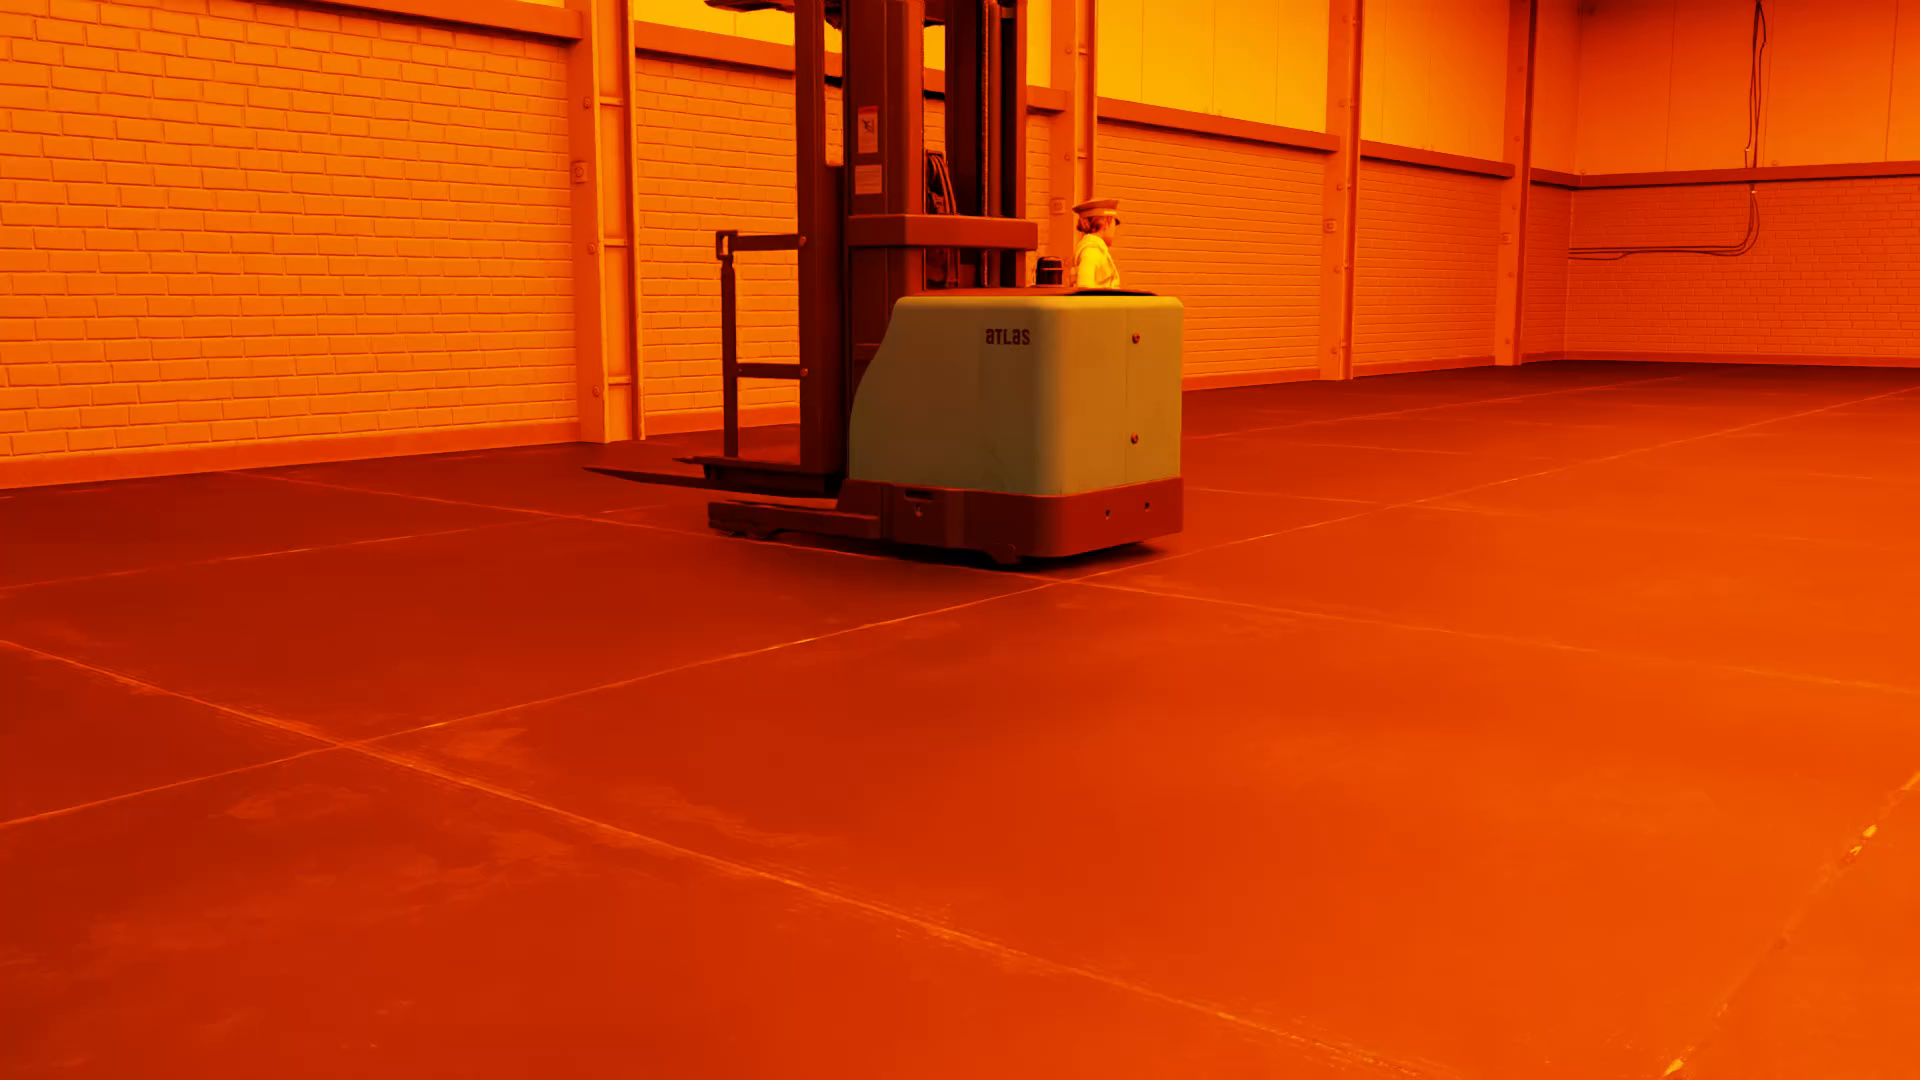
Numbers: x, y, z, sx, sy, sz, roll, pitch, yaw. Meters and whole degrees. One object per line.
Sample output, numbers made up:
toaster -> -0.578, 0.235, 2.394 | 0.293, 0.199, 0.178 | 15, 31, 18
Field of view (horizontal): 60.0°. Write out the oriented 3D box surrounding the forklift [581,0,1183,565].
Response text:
forklift -> -0.512, -1.499, 7.526 | 3.031, 2.935, 1.130 | 6, 11, 37

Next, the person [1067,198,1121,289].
person -> 0.657, -1.027, 9.069 | 0.440, 1.647, 0.799 | 0, 8, 0
